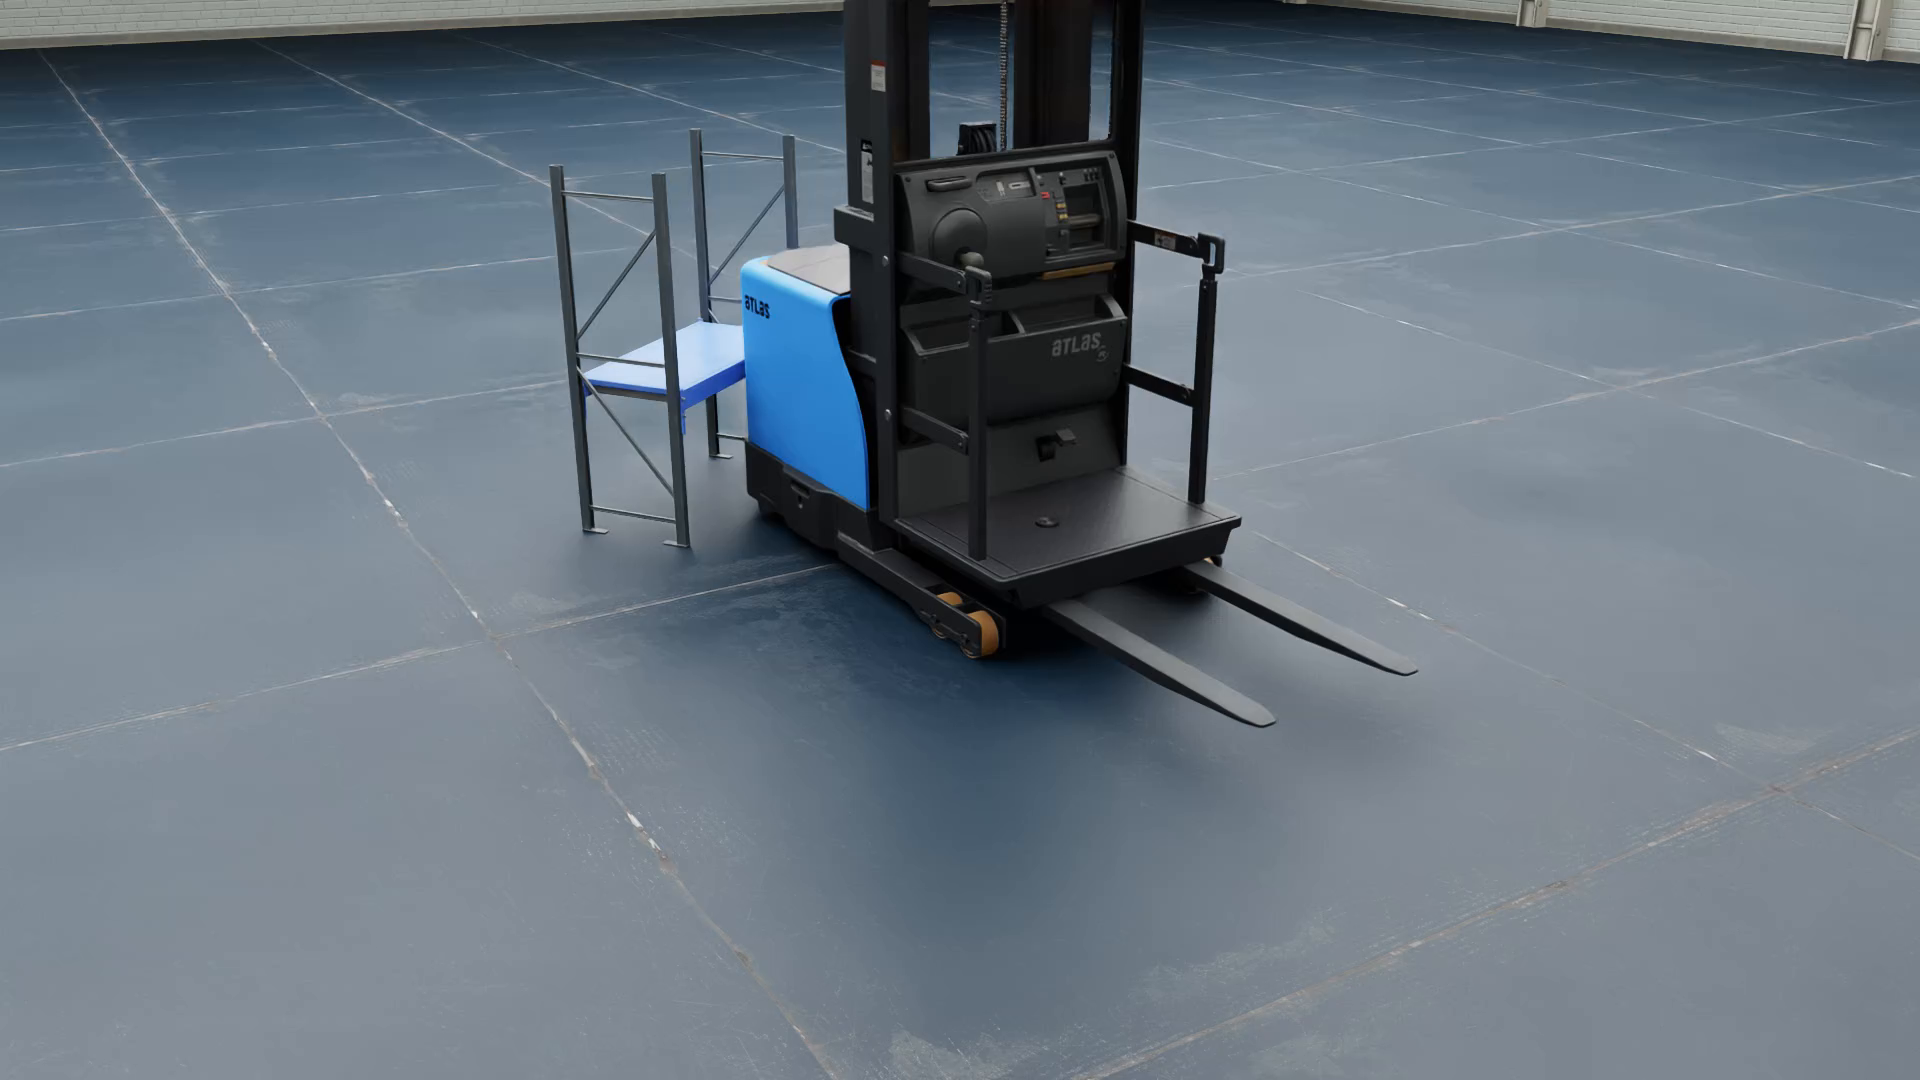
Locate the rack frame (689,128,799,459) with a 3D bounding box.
[{"bbox_3d":[-0.938,-1.055,7.416,0.500,1.500,0.032,9,24,21],"label":"rack frame"}]

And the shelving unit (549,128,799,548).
[{"bbox_3d":[-1.135,-0.879,6.982,0.538,1.500,1.048,9,24,21],"label":"shelving unit"}]

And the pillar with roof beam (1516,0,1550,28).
[{"bbox_3d":[6.047,-12.109,24.651,9.100,9.000,0.400,-13,25,-28],"label":"pillar with roof beam"}]

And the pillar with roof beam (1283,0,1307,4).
[{"bbox_3d":[2.982,-14.051,29.430,9.100,9.000,0.400,-13,25,-28],"label":"pillar with roof beam"}]

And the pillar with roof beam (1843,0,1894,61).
[{"bbox_3d":[9.112,-10.166,19.873,9.100,9.000,0.400,-13,25,-28],"label":"pillar with roof beam"}]

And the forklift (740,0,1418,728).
[{"bbox_3d":[0.323,-1.148,5.743,1.130,2.935,3.031,-14,26,-31],"label":"forklift"}]

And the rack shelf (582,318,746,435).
[{"bbox_3d":[-1.135,-0.712,7.049,0.538,0.185,1.000,9,24,21],"label":"rack shelf"}]

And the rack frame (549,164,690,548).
[{"bbox_3d":[-1.332,-0.702,6.547,0.500,1.500,0.032,9,24,21],"label":"rack frame"}]
